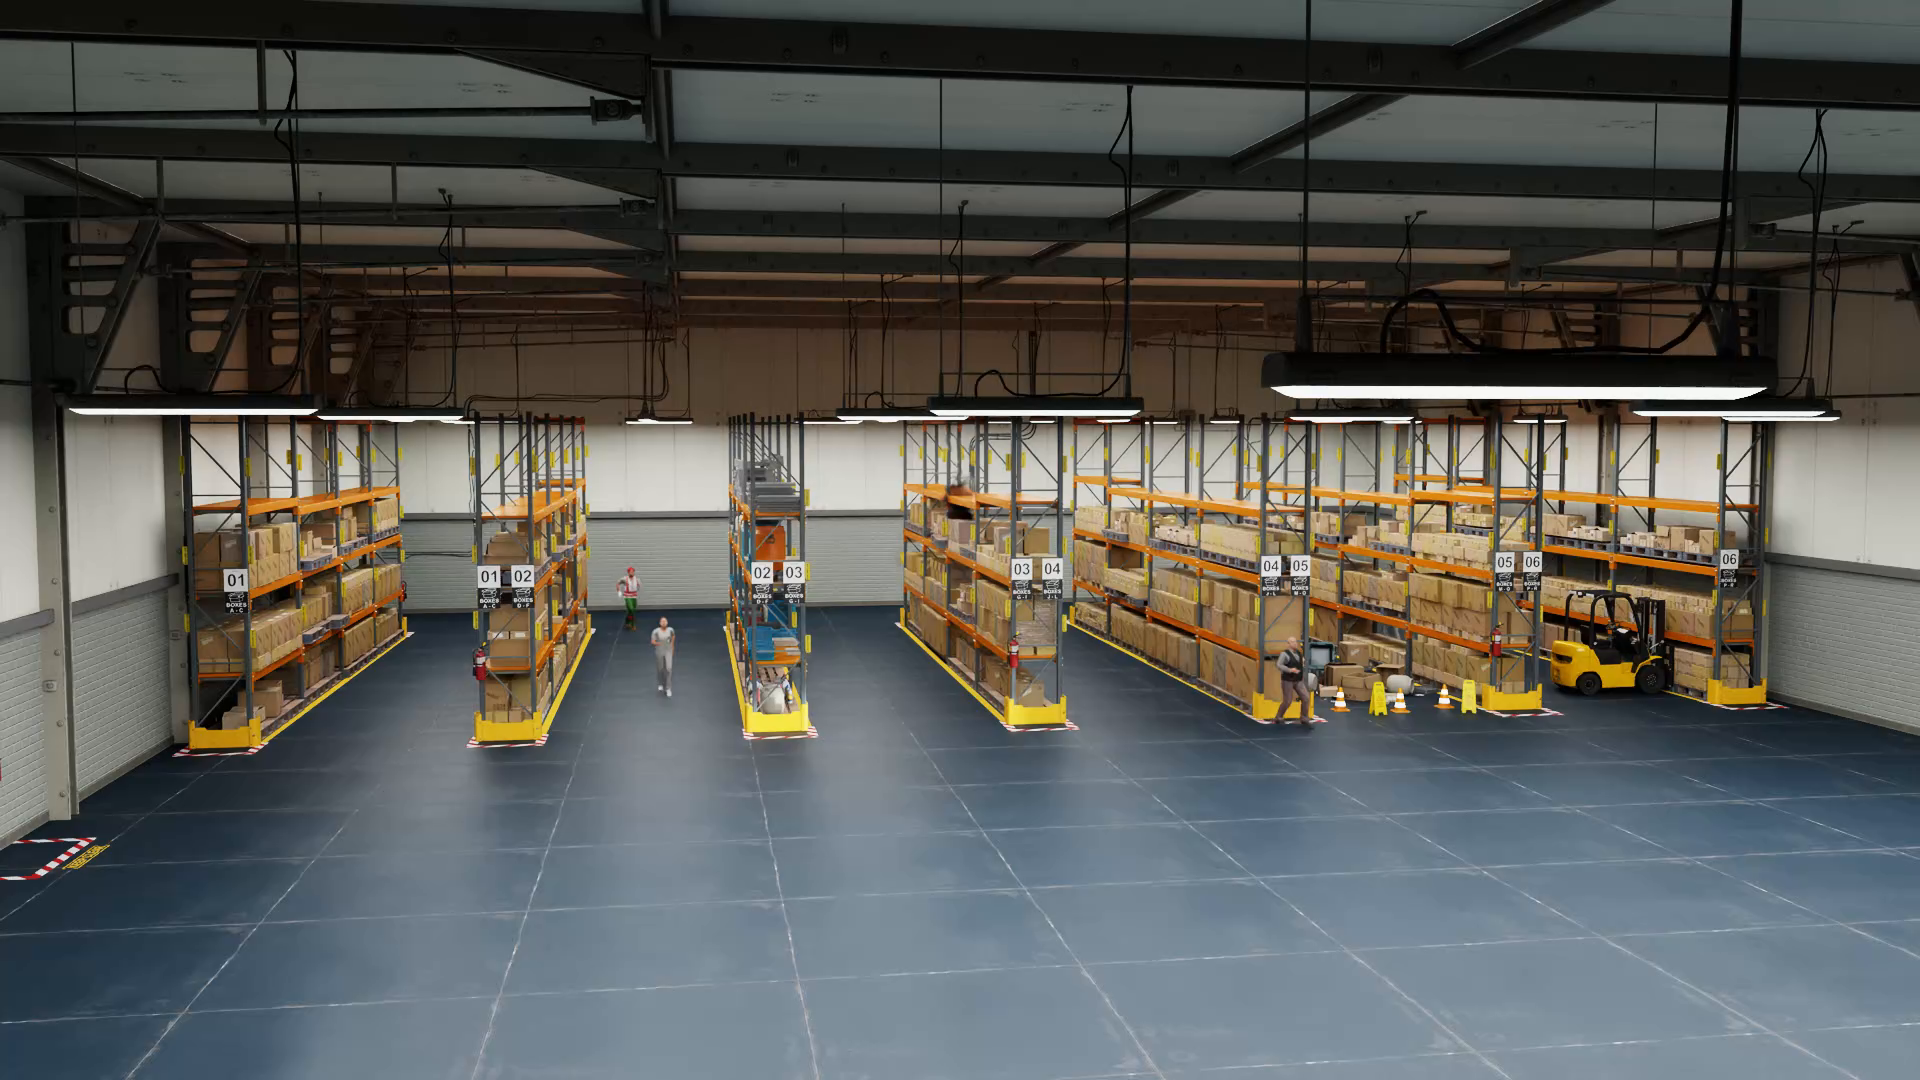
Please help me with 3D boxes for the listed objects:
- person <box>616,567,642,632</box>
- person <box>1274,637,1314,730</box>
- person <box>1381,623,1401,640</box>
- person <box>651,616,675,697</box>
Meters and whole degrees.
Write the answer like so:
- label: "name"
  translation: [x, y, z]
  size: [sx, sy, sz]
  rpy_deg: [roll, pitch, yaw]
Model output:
- label: "person"
  translation: [-9.248, 1.646, 46.728]
  size: [0.667, 1.799, 0.927]
  rpy_deg: [-3, 5, -39]
- label: "person"
  translation: [6.313, 2.700, 31.477]
  size: [0.709, 1.726, 0.761]
  rpy_deg: [-3, 5, -34]
- label: "person"
  translation: [11.207, 1.971, 43.297]
  size: [0.495, 1.618, 0.823]
  rpy_deg: [-1, 4, -15]
- label: "person"
  translation: [-6.355, 2.460, 35.599]
  size: [0.518, 1.696, 0.887]
  rpy_deg: [-1, 4, -13]
